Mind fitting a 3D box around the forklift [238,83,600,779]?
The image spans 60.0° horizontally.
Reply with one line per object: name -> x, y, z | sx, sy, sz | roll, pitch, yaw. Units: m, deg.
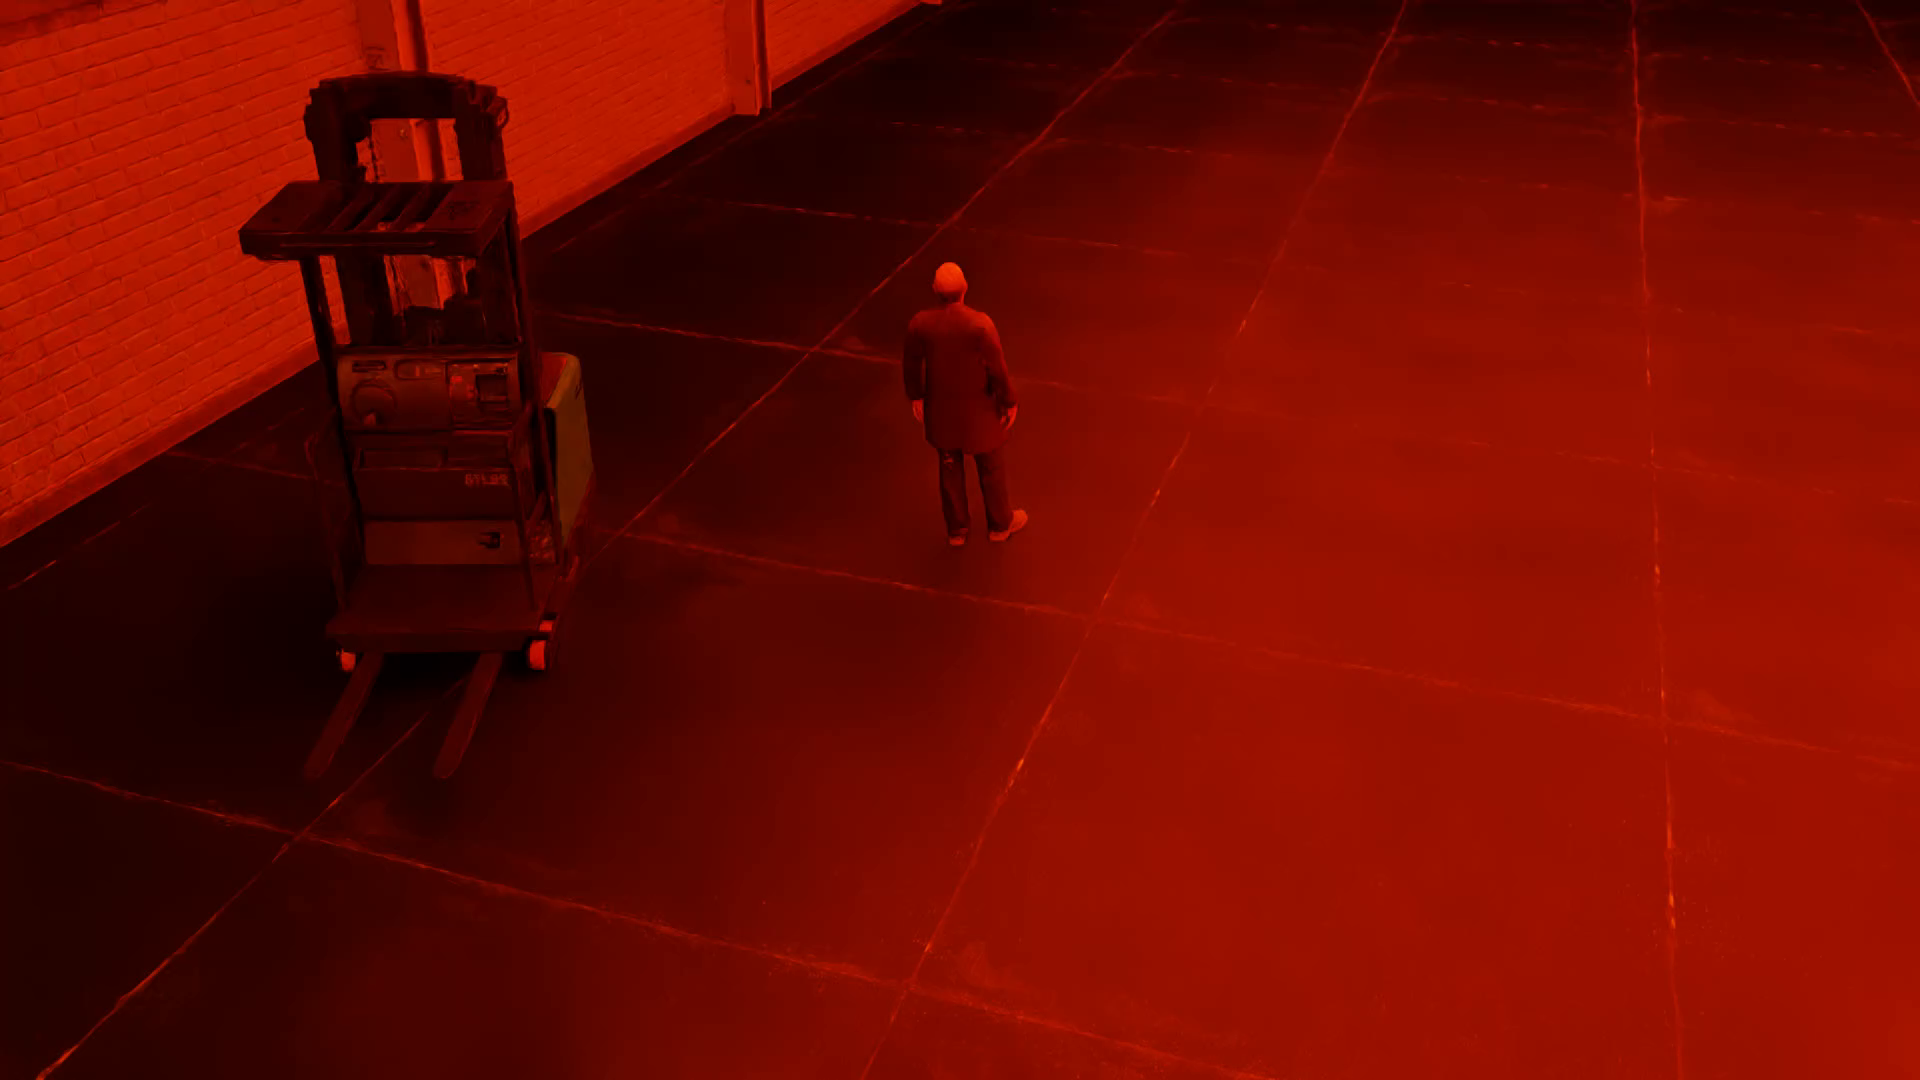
forklift -> -2.737, -0.700, 8.429 | 1.129, 2.867, 3.031 | -1, 30, -1

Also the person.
person -> 0.040, -0.825, 9.733 | 0.648, 1.776, 0.560 | 10, 31, 16
